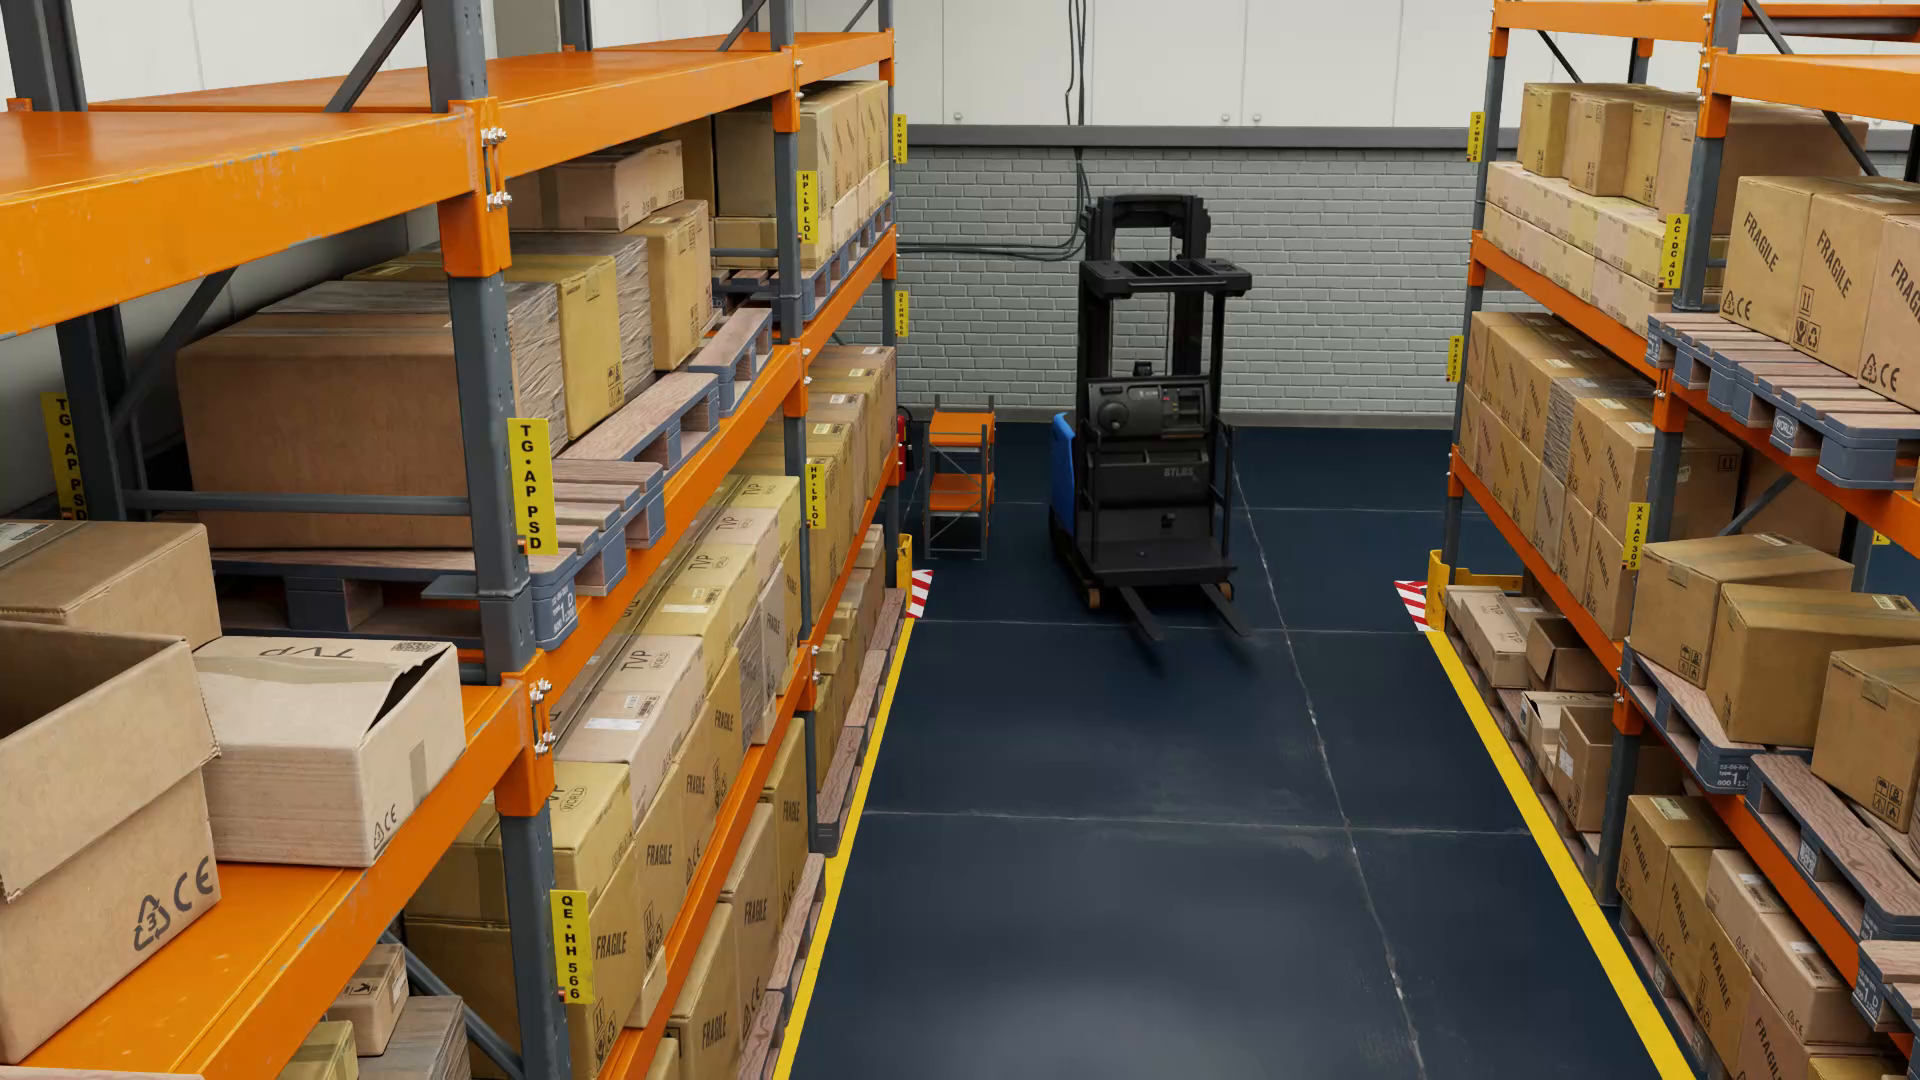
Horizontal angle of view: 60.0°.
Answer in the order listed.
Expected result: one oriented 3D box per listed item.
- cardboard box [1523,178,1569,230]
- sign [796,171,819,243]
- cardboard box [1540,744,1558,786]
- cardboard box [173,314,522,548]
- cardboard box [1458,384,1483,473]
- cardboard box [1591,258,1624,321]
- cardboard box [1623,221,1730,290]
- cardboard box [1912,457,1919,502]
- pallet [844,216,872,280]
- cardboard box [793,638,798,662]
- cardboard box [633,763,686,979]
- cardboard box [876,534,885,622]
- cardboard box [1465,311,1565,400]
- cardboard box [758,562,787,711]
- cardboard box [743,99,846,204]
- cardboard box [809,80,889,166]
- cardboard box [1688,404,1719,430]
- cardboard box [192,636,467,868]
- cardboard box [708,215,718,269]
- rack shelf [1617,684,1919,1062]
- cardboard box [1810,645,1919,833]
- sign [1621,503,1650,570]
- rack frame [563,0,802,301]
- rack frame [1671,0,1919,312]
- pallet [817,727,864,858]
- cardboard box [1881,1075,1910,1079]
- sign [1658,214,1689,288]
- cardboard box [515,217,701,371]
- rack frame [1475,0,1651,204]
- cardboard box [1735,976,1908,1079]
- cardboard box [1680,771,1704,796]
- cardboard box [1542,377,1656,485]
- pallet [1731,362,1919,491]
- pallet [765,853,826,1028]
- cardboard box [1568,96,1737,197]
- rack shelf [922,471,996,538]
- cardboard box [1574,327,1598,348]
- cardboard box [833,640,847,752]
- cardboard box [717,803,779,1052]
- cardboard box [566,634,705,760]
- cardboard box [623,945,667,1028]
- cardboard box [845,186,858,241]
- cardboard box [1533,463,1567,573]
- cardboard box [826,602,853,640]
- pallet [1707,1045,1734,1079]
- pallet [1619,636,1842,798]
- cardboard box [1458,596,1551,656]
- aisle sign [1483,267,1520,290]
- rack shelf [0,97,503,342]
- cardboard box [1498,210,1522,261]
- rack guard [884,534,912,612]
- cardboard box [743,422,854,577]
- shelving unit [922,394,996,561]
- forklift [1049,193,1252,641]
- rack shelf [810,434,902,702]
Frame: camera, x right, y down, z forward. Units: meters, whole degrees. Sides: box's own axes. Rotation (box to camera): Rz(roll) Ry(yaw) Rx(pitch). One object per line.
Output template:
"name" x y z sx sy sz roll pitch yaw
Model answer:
"cardboard box" 3.619 -1.965 9.724 0.500 0.250 0.500 1 18 4
"sign" -0.698 -1.516 7.581 0.100 0.325 0.005 1 18 4
"cardboard box" 3.426 1.249 9.165 0.380 0.149 0.250 1 18 4
"cardboard box" -1.550 -0.294 4.317 0.700 0.500 0.500 0 18 0
"cardboard box" 3.693 -0.753 11.244 0.500 0.500 0.500 2 18 5
"cardboard box" 3.517 -1.262 8.379 0.500 0.250 0.500 1 18 4
"cardboard box" 3.465 -1.344 7.829 0.500 0.250 0.500 1 18 4
"cardboard box" 3.486 -0.282 4.989 0.910 0.500 0.500 1 18 4
"pallet" -1.081 -1.720 9.680 1.003 0.211 1.213 1 18 4
"cardboard box" -0.982 0.516 7.901 0.380 0.149 0.250 1 18 4
"cardboard box" -1.190 1.032 5.287 0.500 0.500 0.500 2 18 6
"cardboard box" -0.904 0.261 11.650 0.700 0.500 0.500 1 18 4
"cardboard box" 3.693 -1.228 11.088 0.500 0.500 0.500 2 18 6
"cardboard box" -1.049 0.404 7.201 0.500 0.500 0.500 1 18 4
"cardboard box" -0.879 -2.037 8.708 0.500 0.500 0.500 1 18 3
"cardboard box" -0.734 -2.671 10.642 0.500 0.500 0.500 1 18 4
"cardboard box" 4.052 -0.418 8.616 0.500 0.500 0.500 1 18 2
"cardboard box" -1.309 0.375 3.256 0.500 0.311 0.500 1 18 4
"cardboard box" -1.425 -1.524 8.345 0.500 0.250 0.500 1 18 4
"rack shelf" 3.557 1.368 6.087 1.077 0.370 4.000 1 18 4
"cardboard box" 3.636 0.708 6.111 0.700 0.500 0.500 -3 18 -10
"sign" 3.159 -0.016 7.766 0.100 0.325 0.005 1 18 4
"rack frame" -1.240 -2.556 7.271 1.000 3.000 0.127 1 18 4
"rack frame" 3.701 -2.446 6.937 1.000 3.000 0.127 1 18 4
"pallet" -1.108 1.386 9.354 1.003 0.211 1.213 1 18 4
"cardboard box" 3.247 1.956 5.240 0.500 0.250 0.500 2 18 6
"sign" 3.159 -1.276 7.353 0.100 0.325 0.005 1 18 4
"cardboard box" -1.388 -0.942 6.295 0.700 0.500 0.500 1 18 3
"rack frame" 3.988 -3.689 10.728 1.000 3.000 0.127 1 18 4
"cardboard box" 3.316 2.006 6.291 0.500 0.500 0.500 1 18 2
"cardboard box" 3.947 1.348 8.604 0.500 0.311 0.500 1 18 4
"cardboard box" 3.549 -0.597 9.160 0.500 0.500 0.500 1 18 4
"pallet" 3.513 -0.408 5.837 1.213 0.211 1.003 1 18 4
"pallet" -1.220 1.862 7.903 1.003 0.211 1.213 1 18 4
"cardboard box" 3.789 -2.162 9.119 0.700 0.500 0.500 1 18 4
"rack shelf" 0.000 -0.304 13.830 0.538 0.278 1.000 1 18 4
"cardboard box" 4.195 -1.059 10.572 0.500 0.500 0.500 2 18 5
"cardboard box" -1.045 0.898 9.706 0.700 0.500 0.500 1 18 3
"cardboard box" -1.218 1.598 7.007 0.750 0.750 0.750 2 18 6
"cardboard box" -1.168 0.525 5.628 0.500 0.250 0.500 1 18 4
"cardboard box" -1.142 1.392 5.230 0.380 0.149 0.250 2 18 6
"cardboard box" -0.848 -1.832 9.286 0.500 0.250 0.500 1 18 2
"cardboard box" 3.551 -0.124 9.322 0.500 0.500 0.500 2 18 5
"cardboard box" -0.841 0.481 9.936 0.380 0.149 0.250 1 18 2
"pallet" 3.595 2.363 6.372 1.003 0.211 1.213 1 18 4
"pallet" 3.535 0.742 7.151 1.003 0.211 1.213 1 18 4
"cardboard box" 3.630 0.578 11.052 0.500 0.250 0.500 1 18 4
"aisle sign" 3.700 -2.101 11.342 0.394 0.787 0.004 1 18 4
"rack shelf" -1.670 -0.160 1.758 1.077 0.370 4.000 1 18 4
"cardboard box" 3.648 -1.883 10.276 0.500 0.250 0.500 1 18 4
"rack guard" -0.952 0.233 12.408 1.175 0.500 0.348 1 18 4
"cardboard box" -1.127 -0.242 9.363 0.980 0.700 0.700 1 18 3
"shelving unit" 0.000 -0.537 13.754 0.538 1.125 1.048 1 18 4
"forklift" 1.446 -0.989 12.233 1.130 2.935 3.031 -2 18 -7
"rack shelf" -1.097 0.016 10.213 1.077 0.370 4.000 1 18 4
